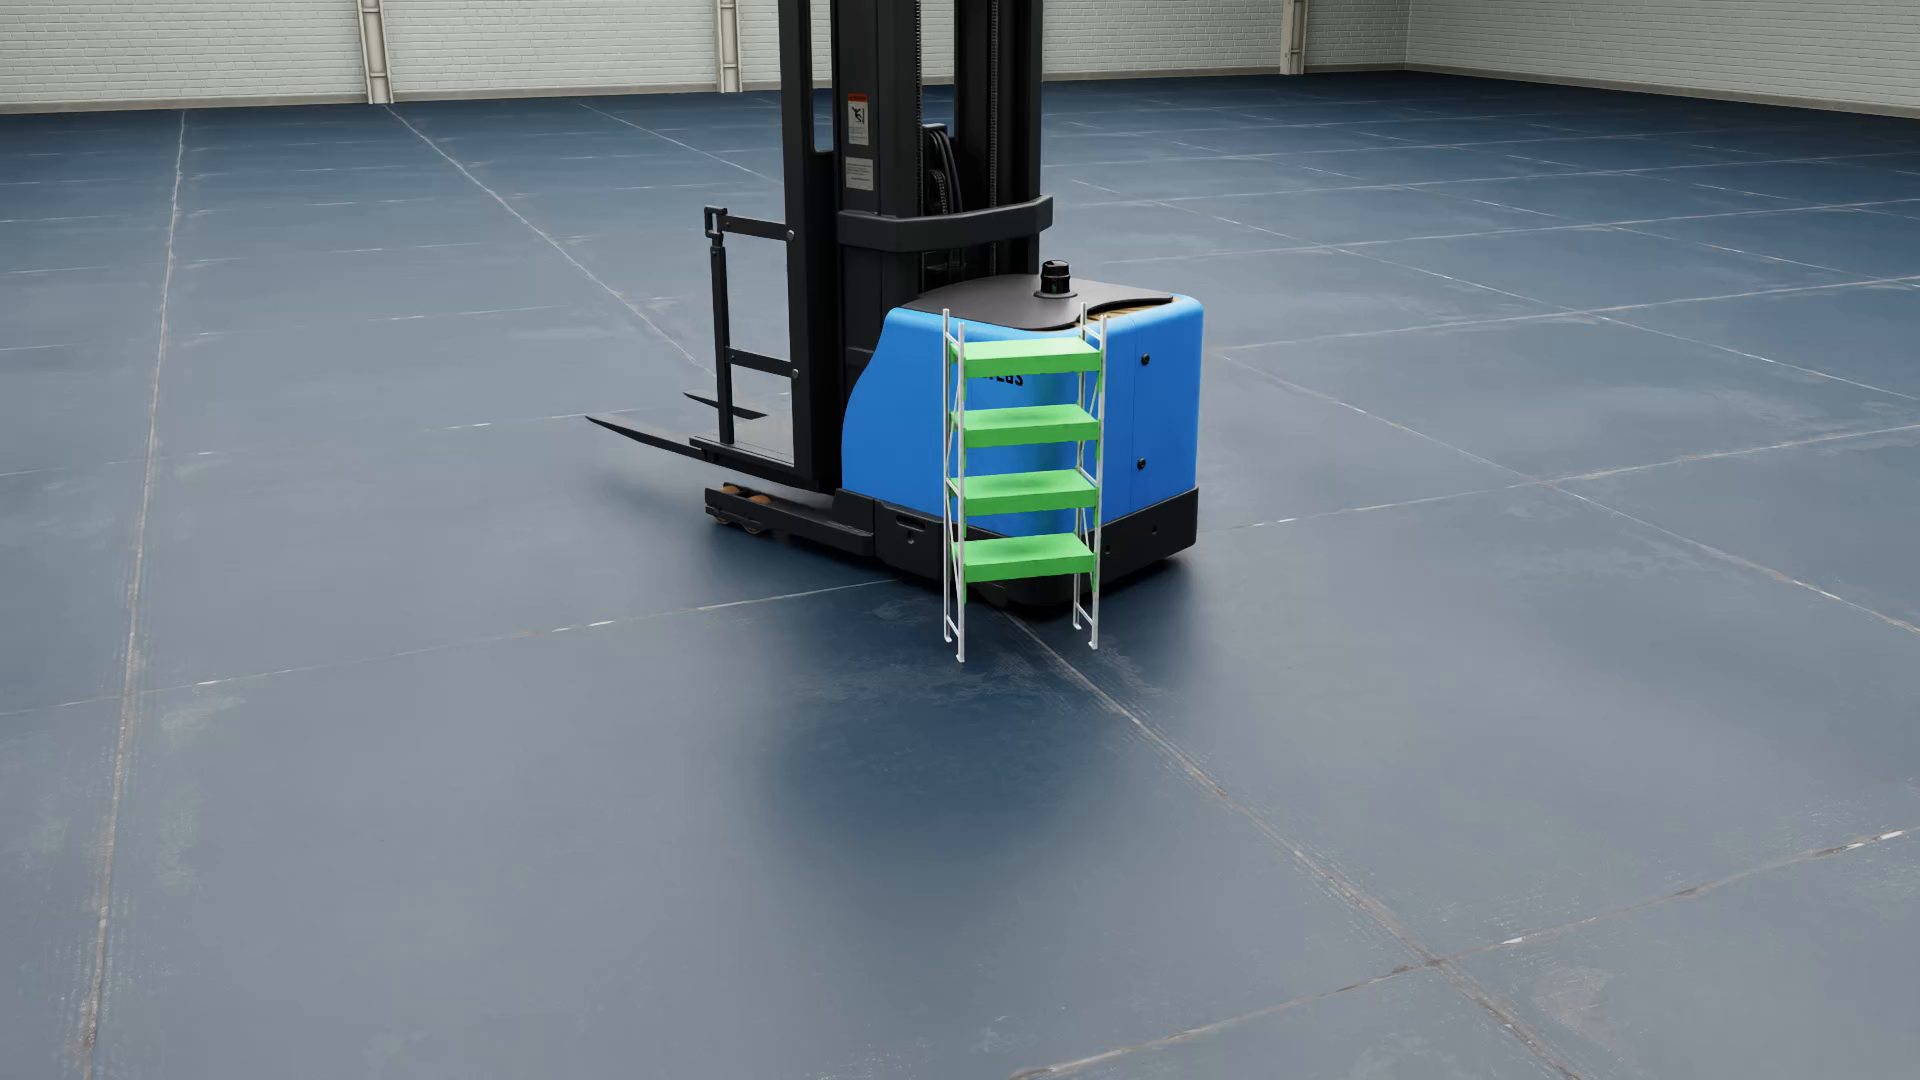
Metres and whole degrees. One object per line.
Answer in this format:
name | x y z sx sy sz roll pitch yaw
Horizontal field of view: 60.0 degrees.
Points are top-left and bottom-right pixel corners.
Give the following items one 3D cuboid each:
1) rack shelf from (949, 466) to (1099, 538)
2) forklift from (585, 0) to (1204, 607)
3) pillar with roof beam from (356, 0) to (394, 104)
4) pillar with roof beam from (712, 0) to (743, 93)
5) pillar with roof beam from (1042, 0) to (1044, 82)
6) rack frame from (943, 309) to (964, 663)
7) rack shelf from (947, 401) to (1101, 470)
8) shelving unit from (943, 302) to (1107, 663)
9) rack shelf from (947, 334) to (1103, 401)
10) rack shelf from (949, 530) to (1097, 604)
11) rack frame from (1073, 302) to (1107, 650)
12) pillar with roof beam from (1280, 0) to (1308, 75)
rack shelf | 0.216 -0.136 5.793 0.480 0.148 0.258 -5 20 -13
forklift | -0.469 -1.522 6.931 3.031 2.935 1.130 17 25 39
pillar with roof beam | -7.956 -10.224 22.509 0.400 9.000 9.100 -8 21 -22
pillar with roof beam | -2.447 -11.013 24.750 0.400 9.000 9.100 -8 21 -22
pillar with roof beam | 3.062 -11.802 26.992 0.400 9.000 9.100 -8 21 -22
rack frame | -0.021 -0.177 5.717 0.015 1.200 0.240 -5 20 -13
rack shelf | 0.216 -0.362 5.714 0.480 0.148 0.258 -5 20 -13
shelving unit | 0.216 -0.196 5.772 0.503 1.200 0.258 -5 20 -13
rack shelf | 0.216 -0.588 5.634 0.480 0.148 0.258 -5 20 -13
rack shelf | 0.216 0.091 5.873 0.480 0.148 0.258 -5 20 -13
rack frame | 0.453 -0.215 5.827 0.015 1.200 0.240 -5 20 -13
pillar with roof beam | 8.571 -12.592 29.234 0.400 9.000 9.100 -8 21 -22
